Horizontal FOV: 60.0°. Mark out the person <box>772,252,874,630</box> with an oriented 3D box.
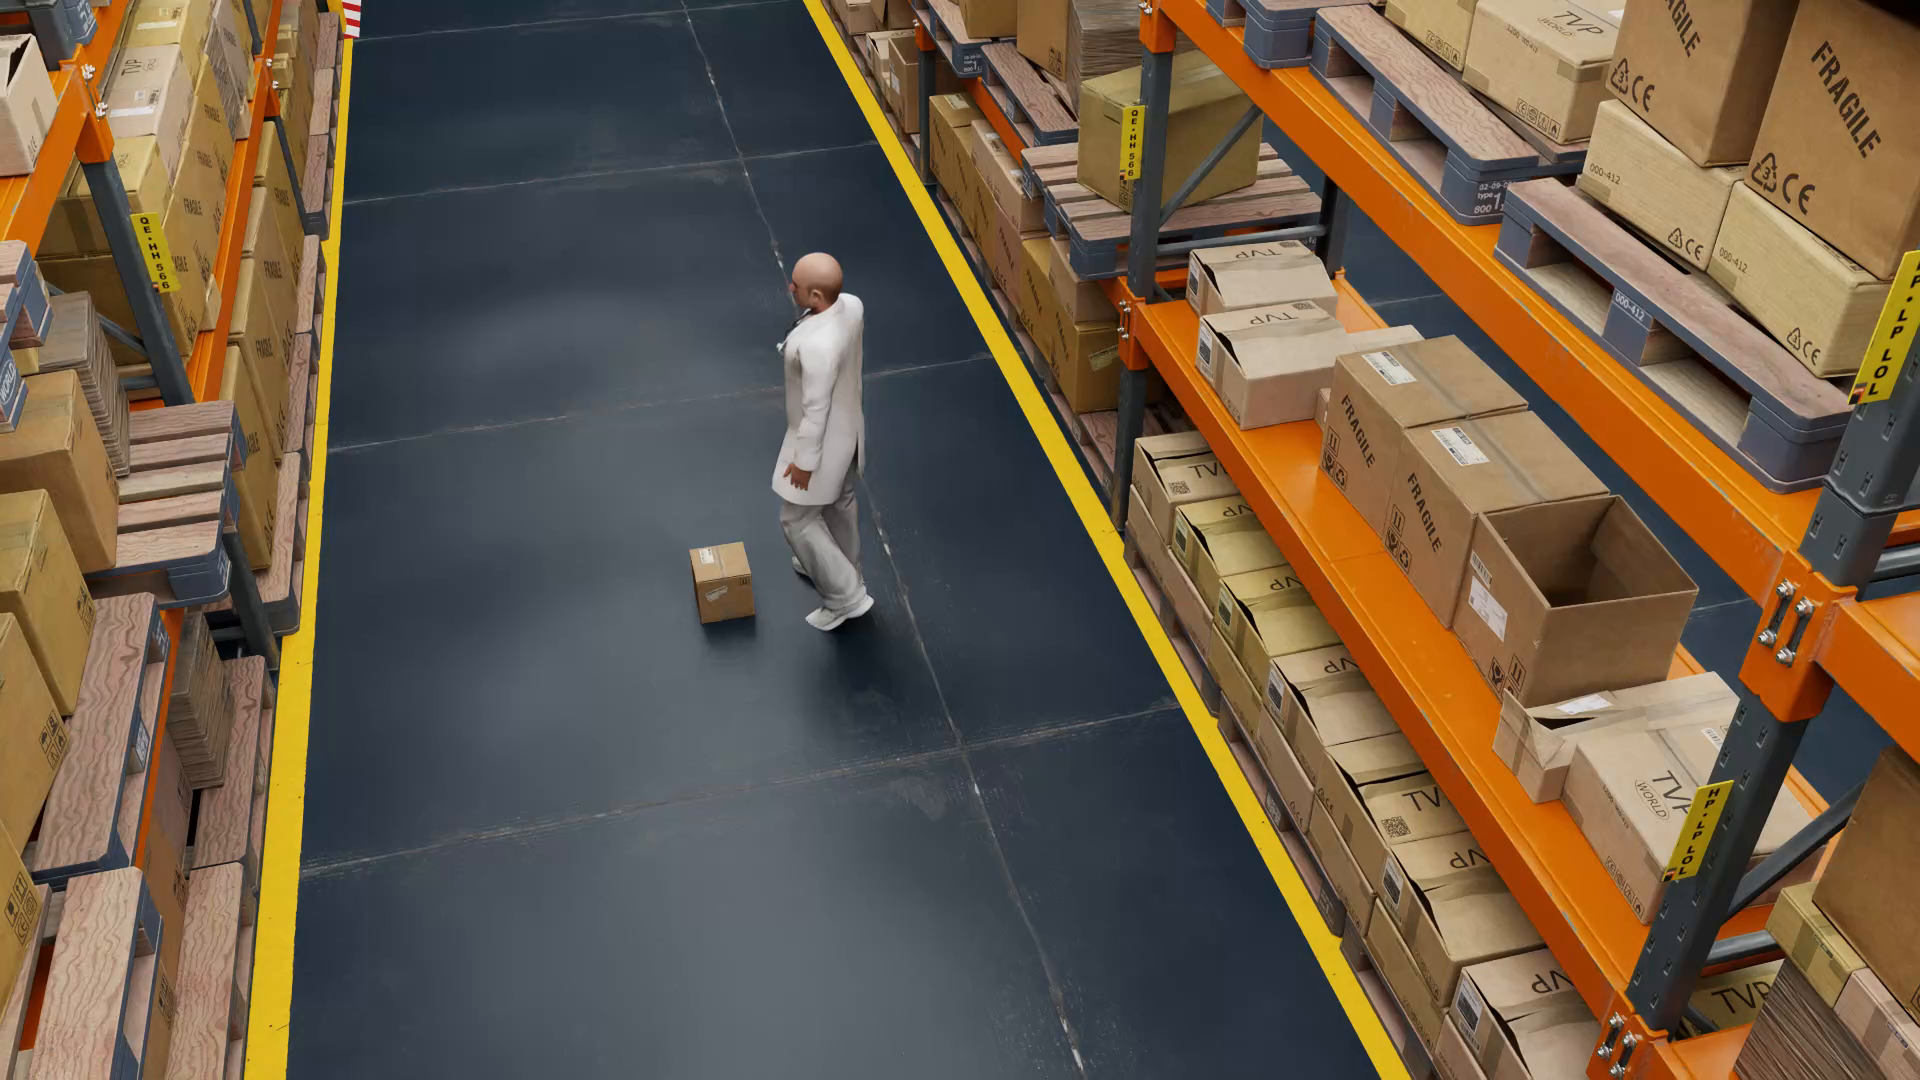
[{"bbox_3d":[-0.591,-0.447,7.323,0.508,1.825,0.636,8,38,11],"label":"person"}]
